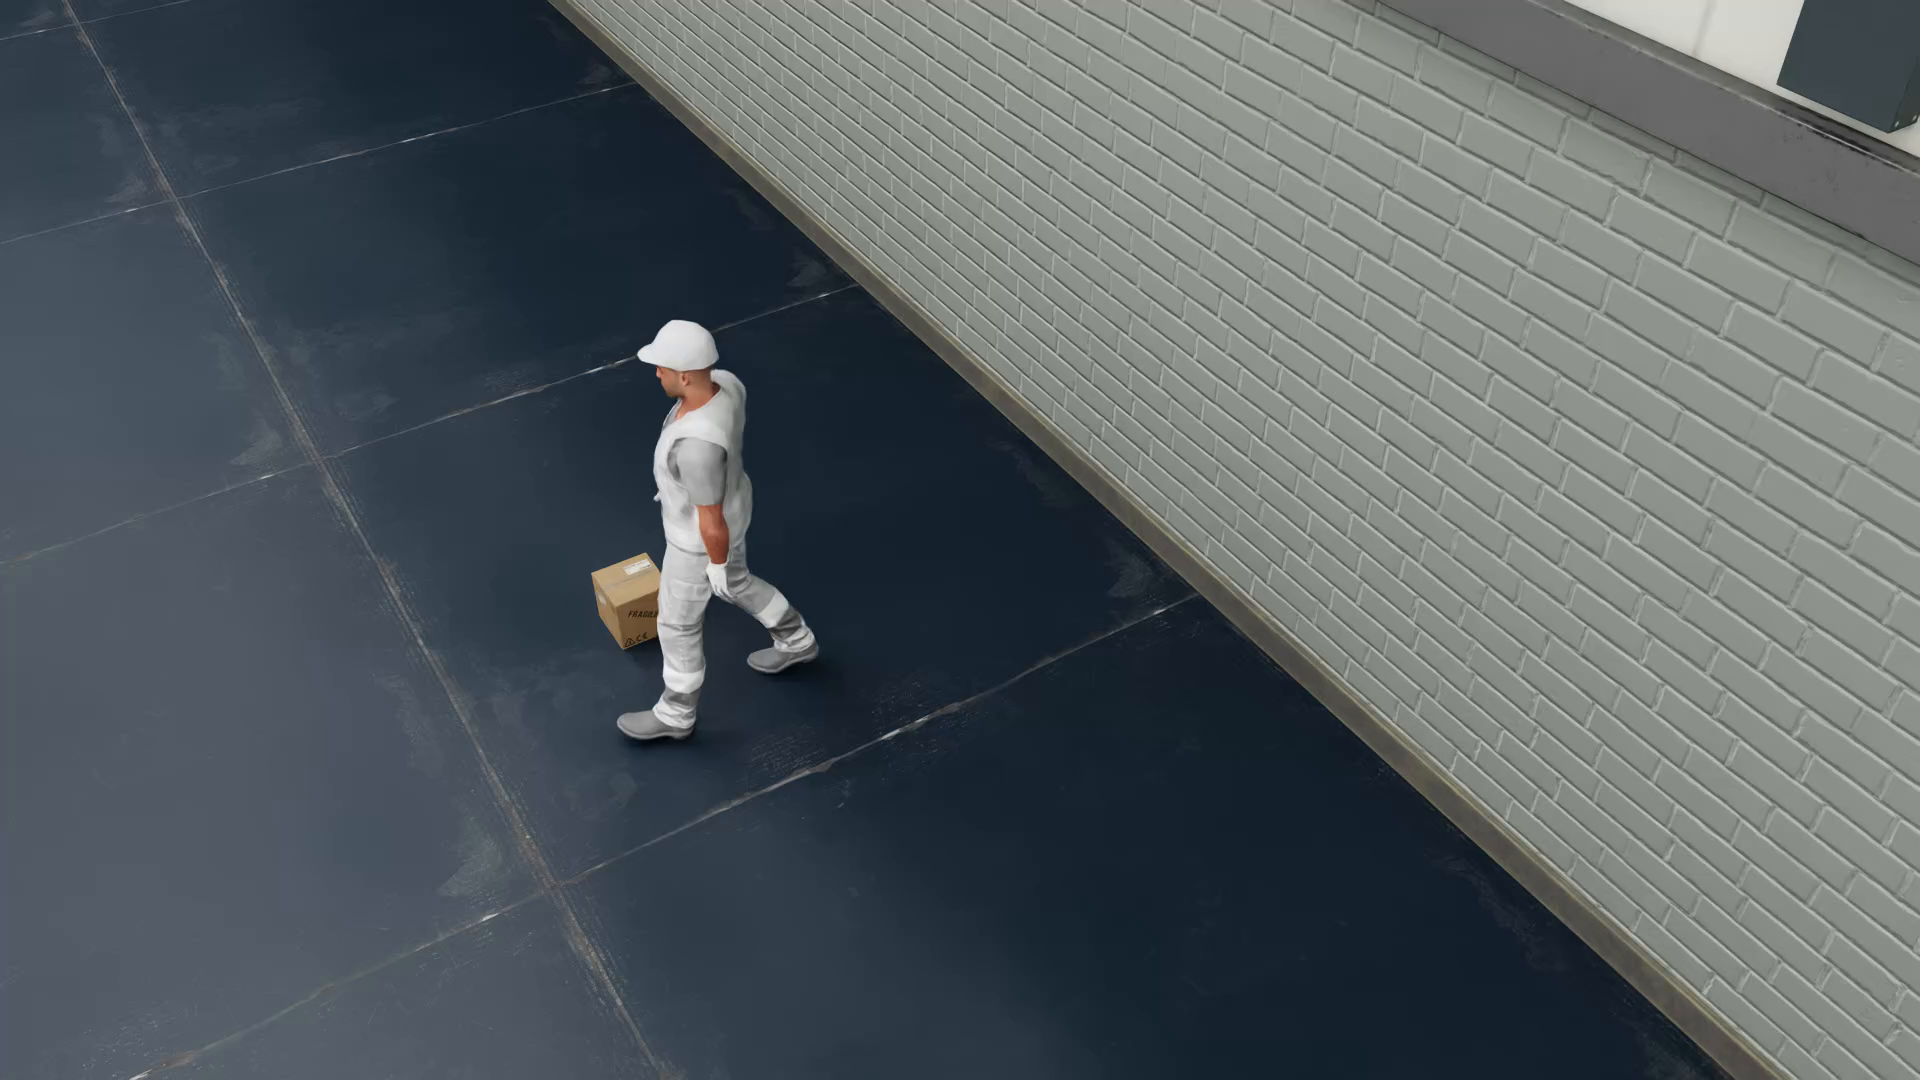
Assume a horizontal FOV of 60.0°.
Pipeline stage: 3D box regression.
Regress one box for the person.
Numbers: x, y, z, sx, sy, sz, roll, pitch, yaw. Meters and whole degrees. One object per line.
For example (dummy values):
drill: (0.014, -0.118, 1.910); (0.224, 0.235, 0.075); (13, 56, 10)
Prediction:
person: (-0.965, -0.032, 6.171); (0.730, 1.771, 0.565); (4, 41, 5)
